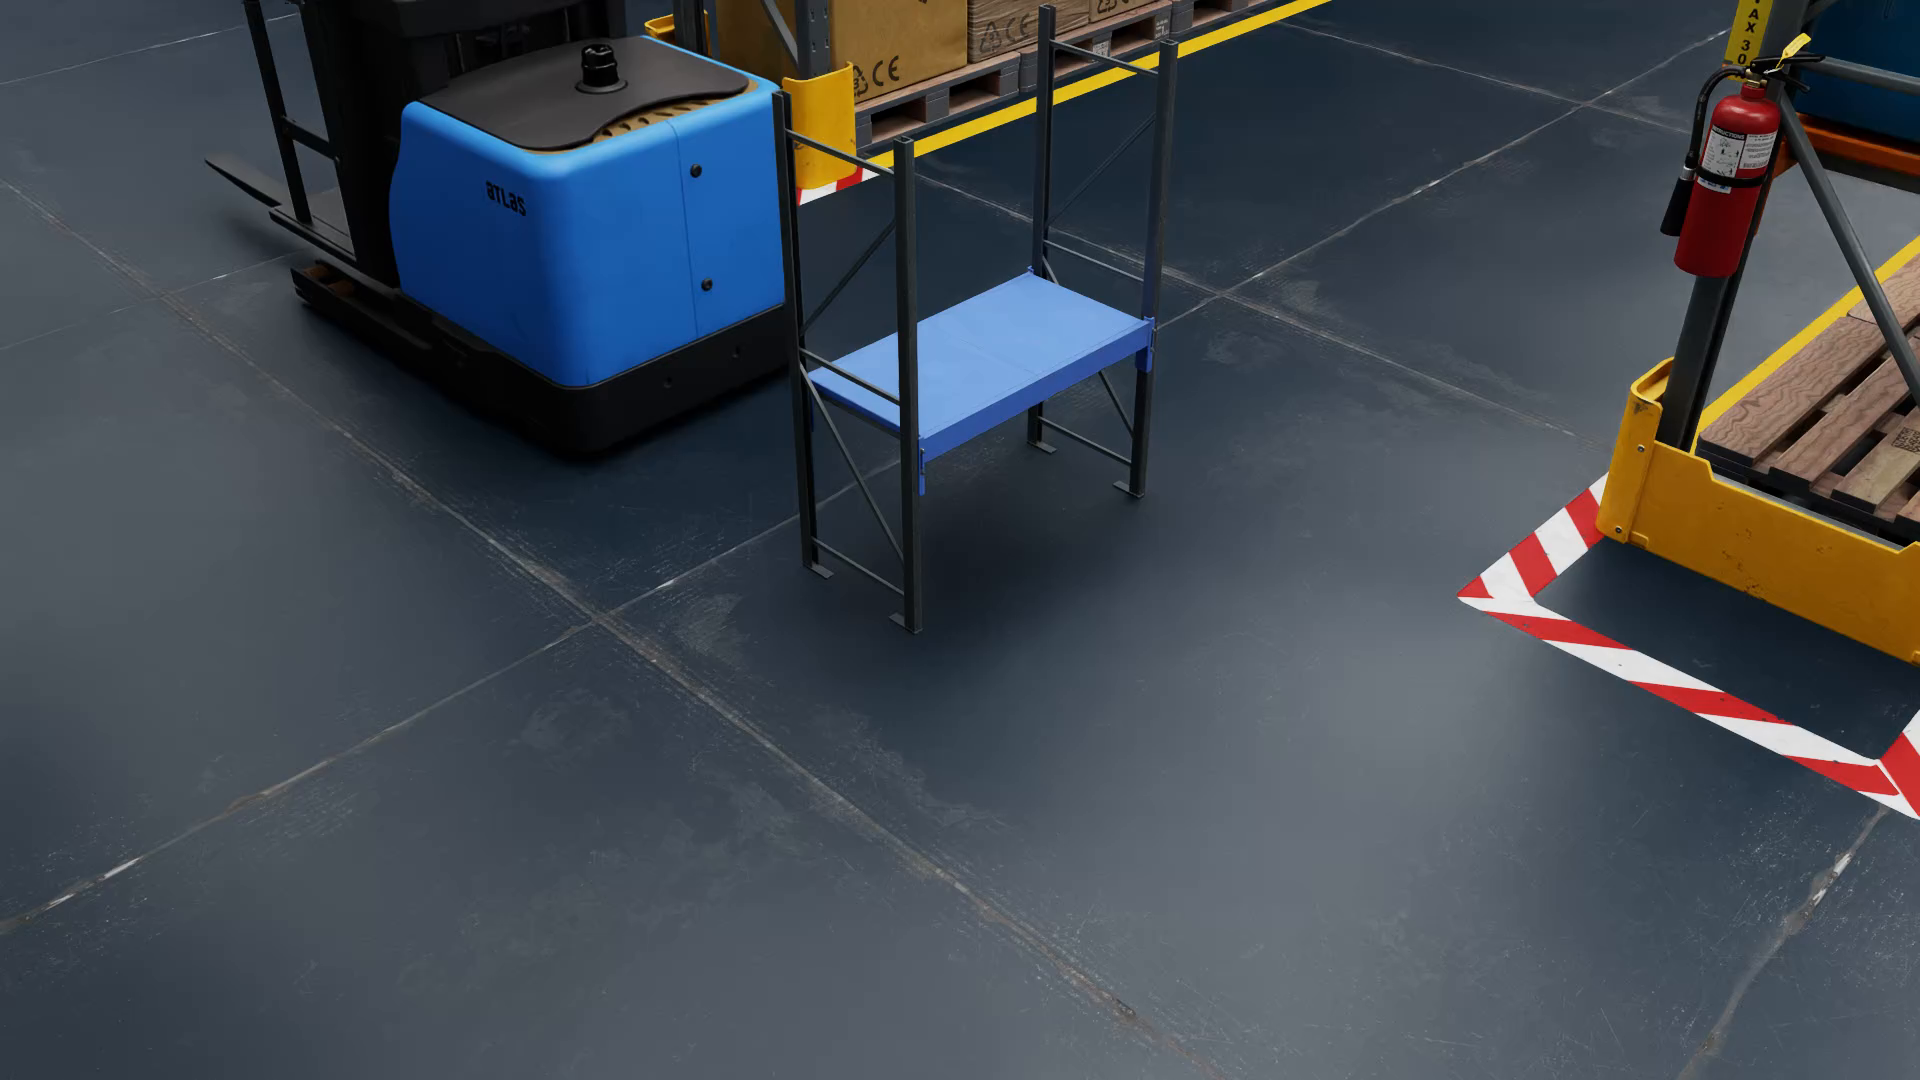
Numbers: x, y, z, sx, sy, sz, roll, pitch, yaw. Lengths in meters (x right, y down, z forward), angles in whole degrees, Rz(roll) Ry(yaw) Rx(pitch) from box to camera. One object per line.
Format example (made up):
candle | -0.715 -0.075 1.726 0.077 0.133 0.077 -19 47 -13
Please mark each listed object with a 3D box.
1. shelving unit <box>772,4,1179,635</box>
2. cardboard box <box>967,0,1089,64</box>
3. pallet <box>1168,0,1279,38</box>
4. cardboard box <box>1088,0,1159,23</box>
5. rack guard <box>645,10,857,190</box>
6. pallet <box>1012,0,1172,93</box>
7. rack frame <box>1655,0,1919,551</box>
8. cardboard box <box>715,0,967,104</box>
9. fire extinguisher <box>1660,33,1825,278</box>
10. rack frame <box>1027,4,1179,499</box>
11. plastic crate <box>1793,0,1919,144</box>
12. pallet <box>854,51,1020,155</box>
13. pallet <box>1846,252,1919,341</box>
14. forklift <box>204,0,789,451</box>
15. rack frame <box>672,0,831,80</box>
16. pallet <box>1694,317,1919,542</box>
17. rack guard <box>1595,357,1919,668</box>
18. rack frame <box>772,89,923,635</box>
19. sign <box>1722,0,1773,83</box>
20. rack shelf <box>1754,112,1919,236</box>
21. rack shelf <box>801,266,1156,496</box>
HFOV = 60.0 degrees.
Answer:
shelving unit | 0.060 -0.650 4.871 0.538 1.500 1.048 30 45 35
cardboard box | 0.066 -3.076 8.529 0.875 0.875 0.875 30 45 35
pallet | 1.257 -3.317 9.822 1.003 0.211 1.213 30 45 35
cardboard box | 0.693 -3.438 9.047 0.875 0.875 0.875 30 45 35
rack guard | -0.986 -2.079 7.794 1.175 0.500 0.348 30 45 35
pallet | 0.398 -2.819 9.108 1.003 0.211 1.213 30 45 35
rack frame | 2.545 -1.118 4.231 1.000 3.000 0.127 30 45 35
cardboard box | -0.575 -2.707 7.999 0.875 0.875 0.875 30 45 35
fire extinguisher | 2.117 -1.055 4.534 0.296 0.674 0.183 30 45 35
rack frame | 0.418 -0.856 5.167 0.500 1.500 0.032 30 45 35
plastic crate | 2.649 -1.368 4.506 0.616 0.435 0.499 30 45 35
pallet | -0.462 -2.326 8.401 1.003 0.211 1.213 30 45 35
pallet | 4.013 -0.786 6.193 1.003 0.211 1.213 30 45 35
forklift | -1.979 -2.229 5.885 3.031 2.935 1.130 29 44 35
rack frame | -0.970 -3.114 7.093 1.000 3.000 0.127 30 45 35
pallet | 3.154 -0.293 5.486 1.003 0.211 1.213 30 45 35
rack guard | 2.538 -0.078 4.924 1.175 0.500 0.348 30 45 35
rack frame | -0.298 -0.443 4.575 0.500 1.500 0.032 30 45 35
sign | 2.144 -1.400 4.492 0.100 0.325 0.005 30 45 35
rack shelf | 3.954 -1.635 5.601 1.077 0.370 4.000 30 45 35
rack shelf | 0.060 -0.502 4.974 0.538 0.185 1.000 30 45 35
